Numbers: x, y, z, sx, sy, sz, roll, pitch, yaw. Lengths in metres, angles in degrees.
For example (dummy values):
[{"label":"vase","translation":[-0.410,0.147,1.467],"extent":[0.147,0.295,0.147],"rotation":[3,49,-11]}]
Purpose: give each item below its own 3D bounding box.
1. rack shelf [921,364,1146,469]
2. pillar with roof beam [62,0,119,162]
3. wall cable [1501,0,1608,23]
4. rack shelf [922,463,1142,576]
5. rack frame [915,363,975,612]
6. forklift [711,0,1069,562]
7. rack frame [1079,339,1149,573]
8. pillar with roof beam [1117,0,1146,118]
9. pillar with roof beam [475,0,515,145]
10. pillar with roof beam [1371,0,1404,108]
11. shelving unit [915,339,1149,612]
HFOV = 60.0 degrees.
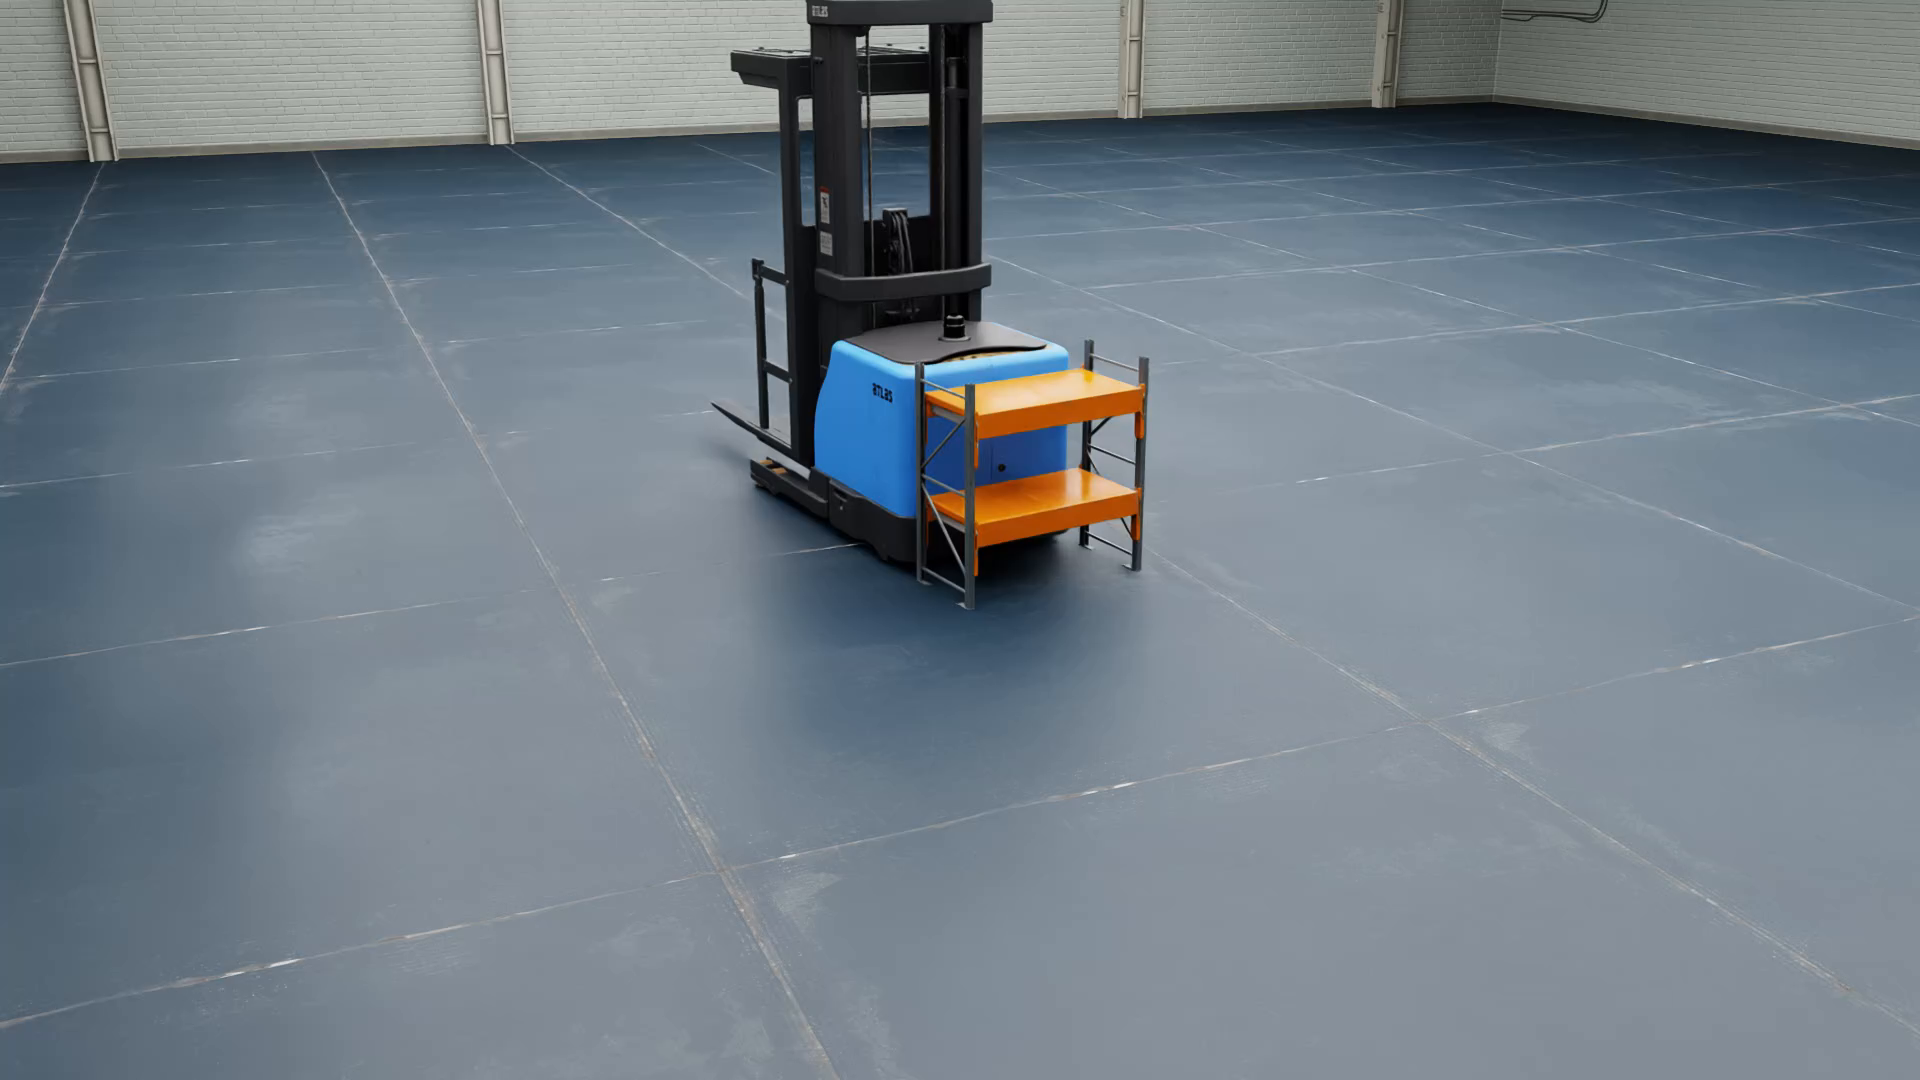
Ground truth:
[{"label":"rack shelf","translation":[0.357,-0.623,8.215],"extent":[1.000,0.278,0.538],"rotation":[-12,23,-30]},{"label":"pillar with roof beam","translation":[-11.514,-8.805,20.478],"extent":[0.400,9.000,9.100],"rotation":[-8,21,-22]},{"label":"wall cable","translation":[12.046,-11.794,33.645],"extent":[0.112,2.526,3.097],"rotation":[-8,21,-22]},{"label":"rack shelf","translation":[0.357,-0.116,8.393],"extent":[1.000,0.278,0.538],"rotation":[-12,23,-30]},{"label":"rack frame","translation":[-0.074,-0.257,8.057],"extent":[0.032,1.125,0.500],"rotation":[-12,23,-30]},{"label":"forklift","translation":[-0.591,-1.709,9.463],"extent":[1.130,2.935,3.031],"rotation":[-11,22,-28]},{"label":"rack frame","translation":[0.787,-0.436,8.567],"extent":[0.032,1.125,0.500],"rotation":[-12,23,-30]},{"label":"pillar with roof beam","translation":[5.014,-11.173,27.204],"extent":[0.400,9.000,9.100],"rotation":[-8,21,-22]},{"label":"pillar with roof beam","translation":[-6.005,-9.594,22.720],"extent":[0.400,9.000,9.100],"rotation":[-8,21,-22]},{"label":"pillar with roof beam","translation":[10.523,-11.962,29.445],"extent":[0.400,9.000,9.100],"rotation":[-8,21,-22]},{"label":"shelving unit","translation":[0.357,-0.346,8.312],"extent":[1.048,1.125,0.538],"rotation":[-12,23,-30]}]
